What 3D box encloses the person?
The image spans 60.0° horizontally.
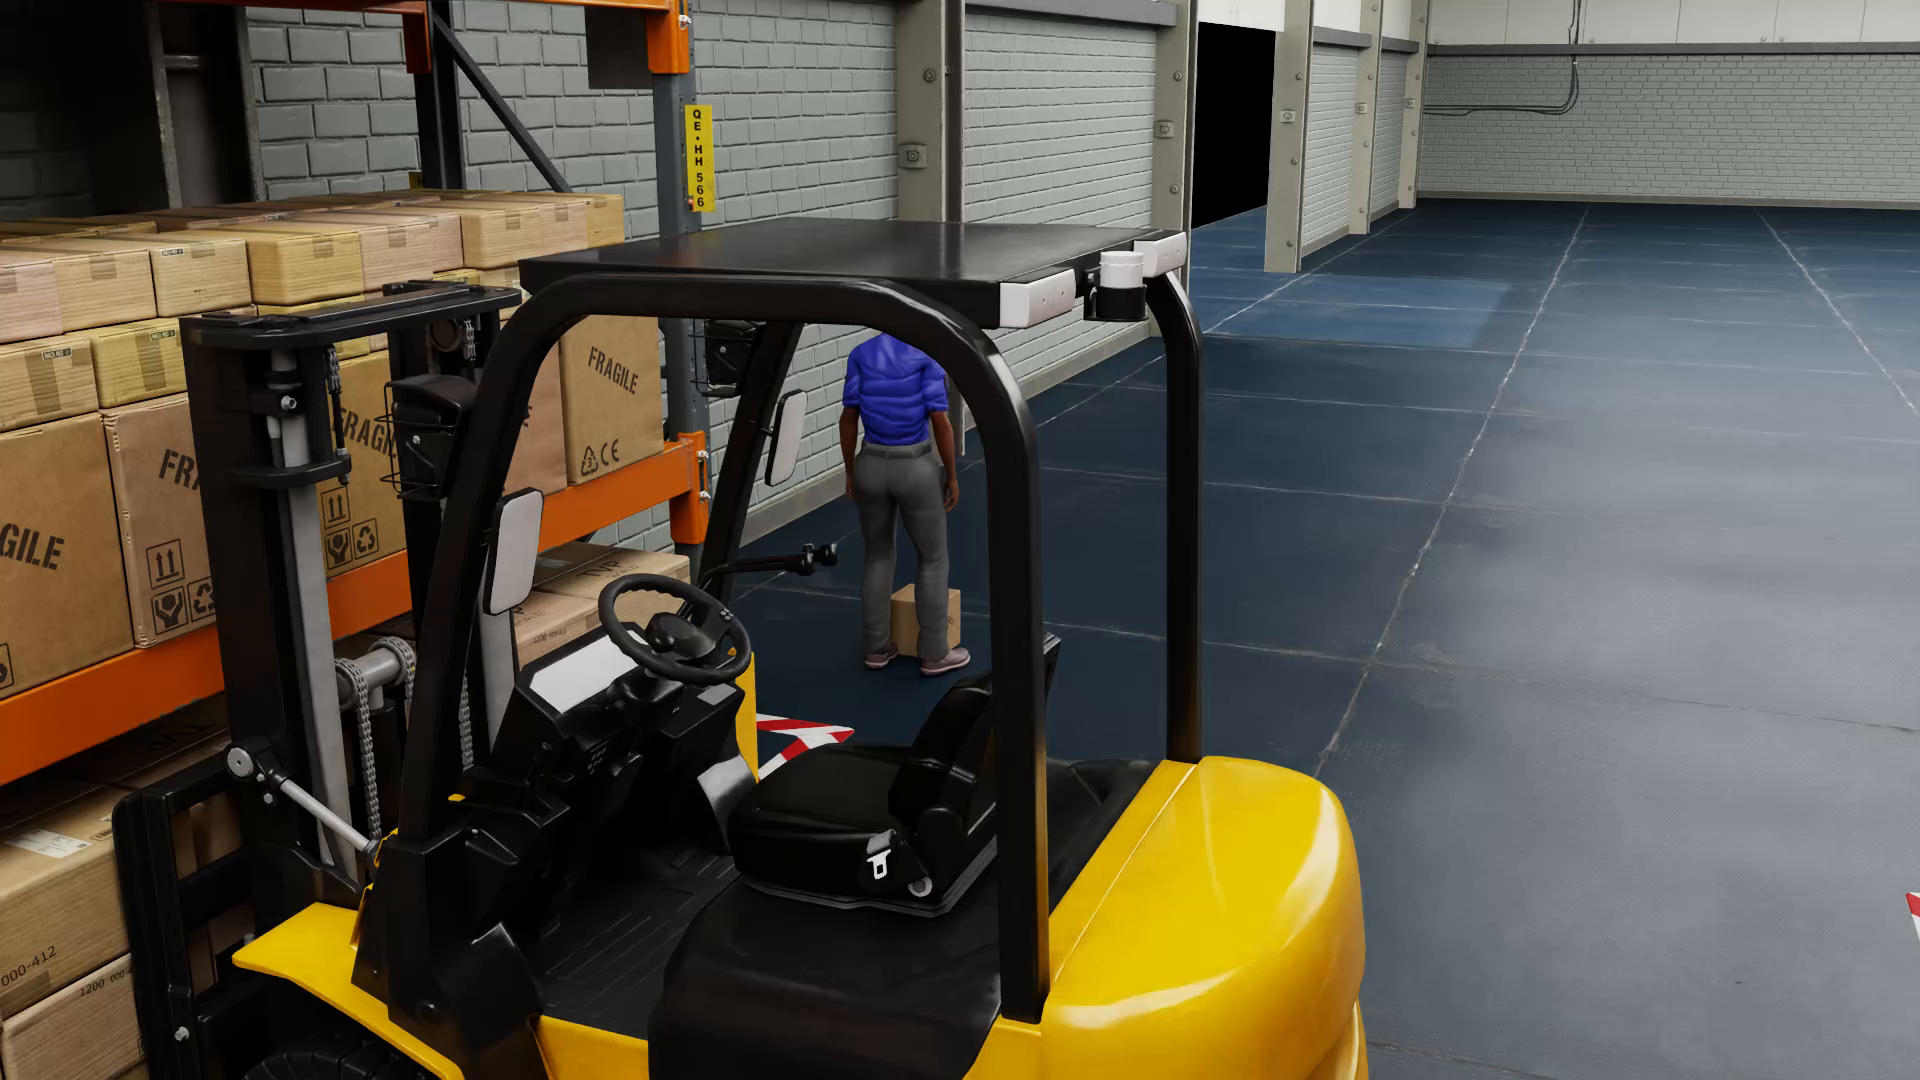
[{"bbox_3d":[-0.240,-0.258,6.962,0.532,1.655,0.346,5,16,18],"label":"person"}]
